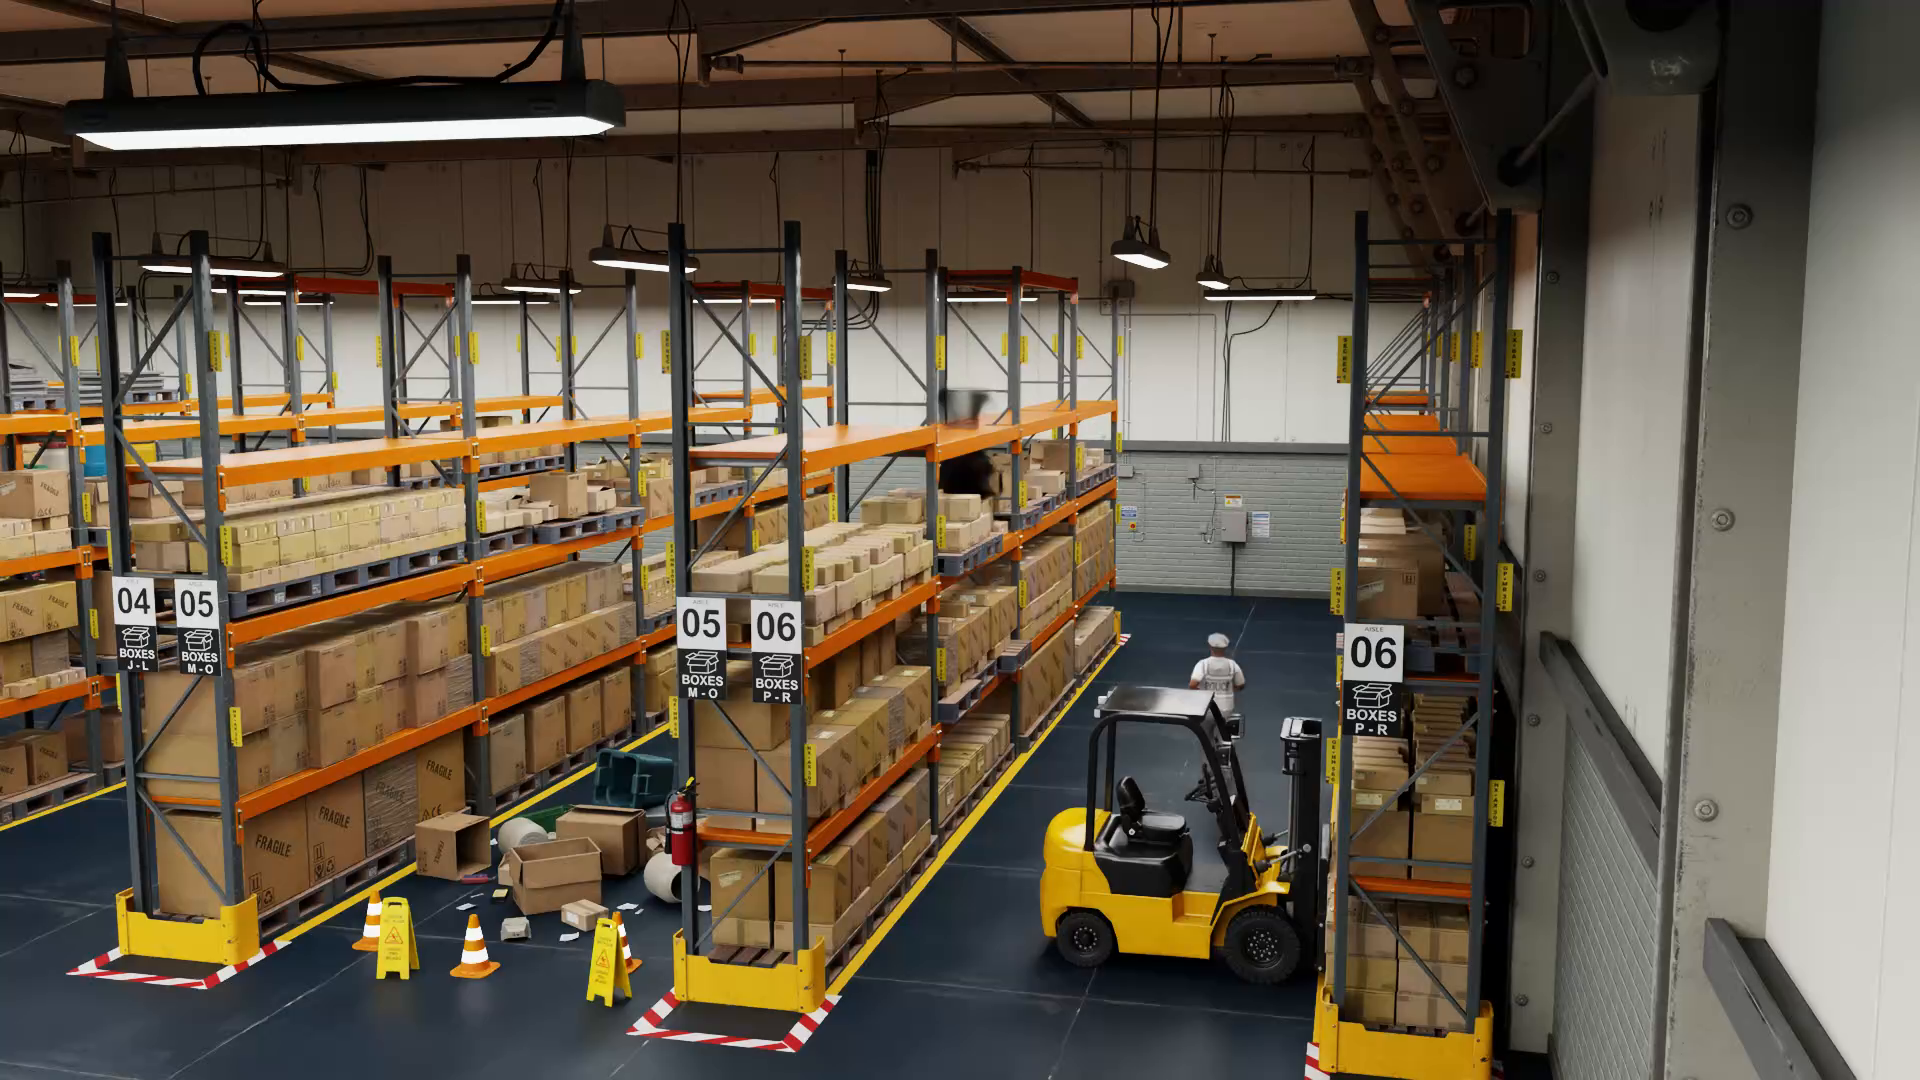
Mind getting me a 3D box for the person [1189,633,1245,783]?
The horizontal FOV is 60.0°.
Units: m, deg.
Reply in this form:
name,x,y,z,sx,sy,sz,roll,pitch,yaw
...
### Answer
name,x,y,z,sx,sy,sz,roll,pitch,yaw
person,2.958,1.944,19.219,0.664,1.750,0.926,0,7,4
